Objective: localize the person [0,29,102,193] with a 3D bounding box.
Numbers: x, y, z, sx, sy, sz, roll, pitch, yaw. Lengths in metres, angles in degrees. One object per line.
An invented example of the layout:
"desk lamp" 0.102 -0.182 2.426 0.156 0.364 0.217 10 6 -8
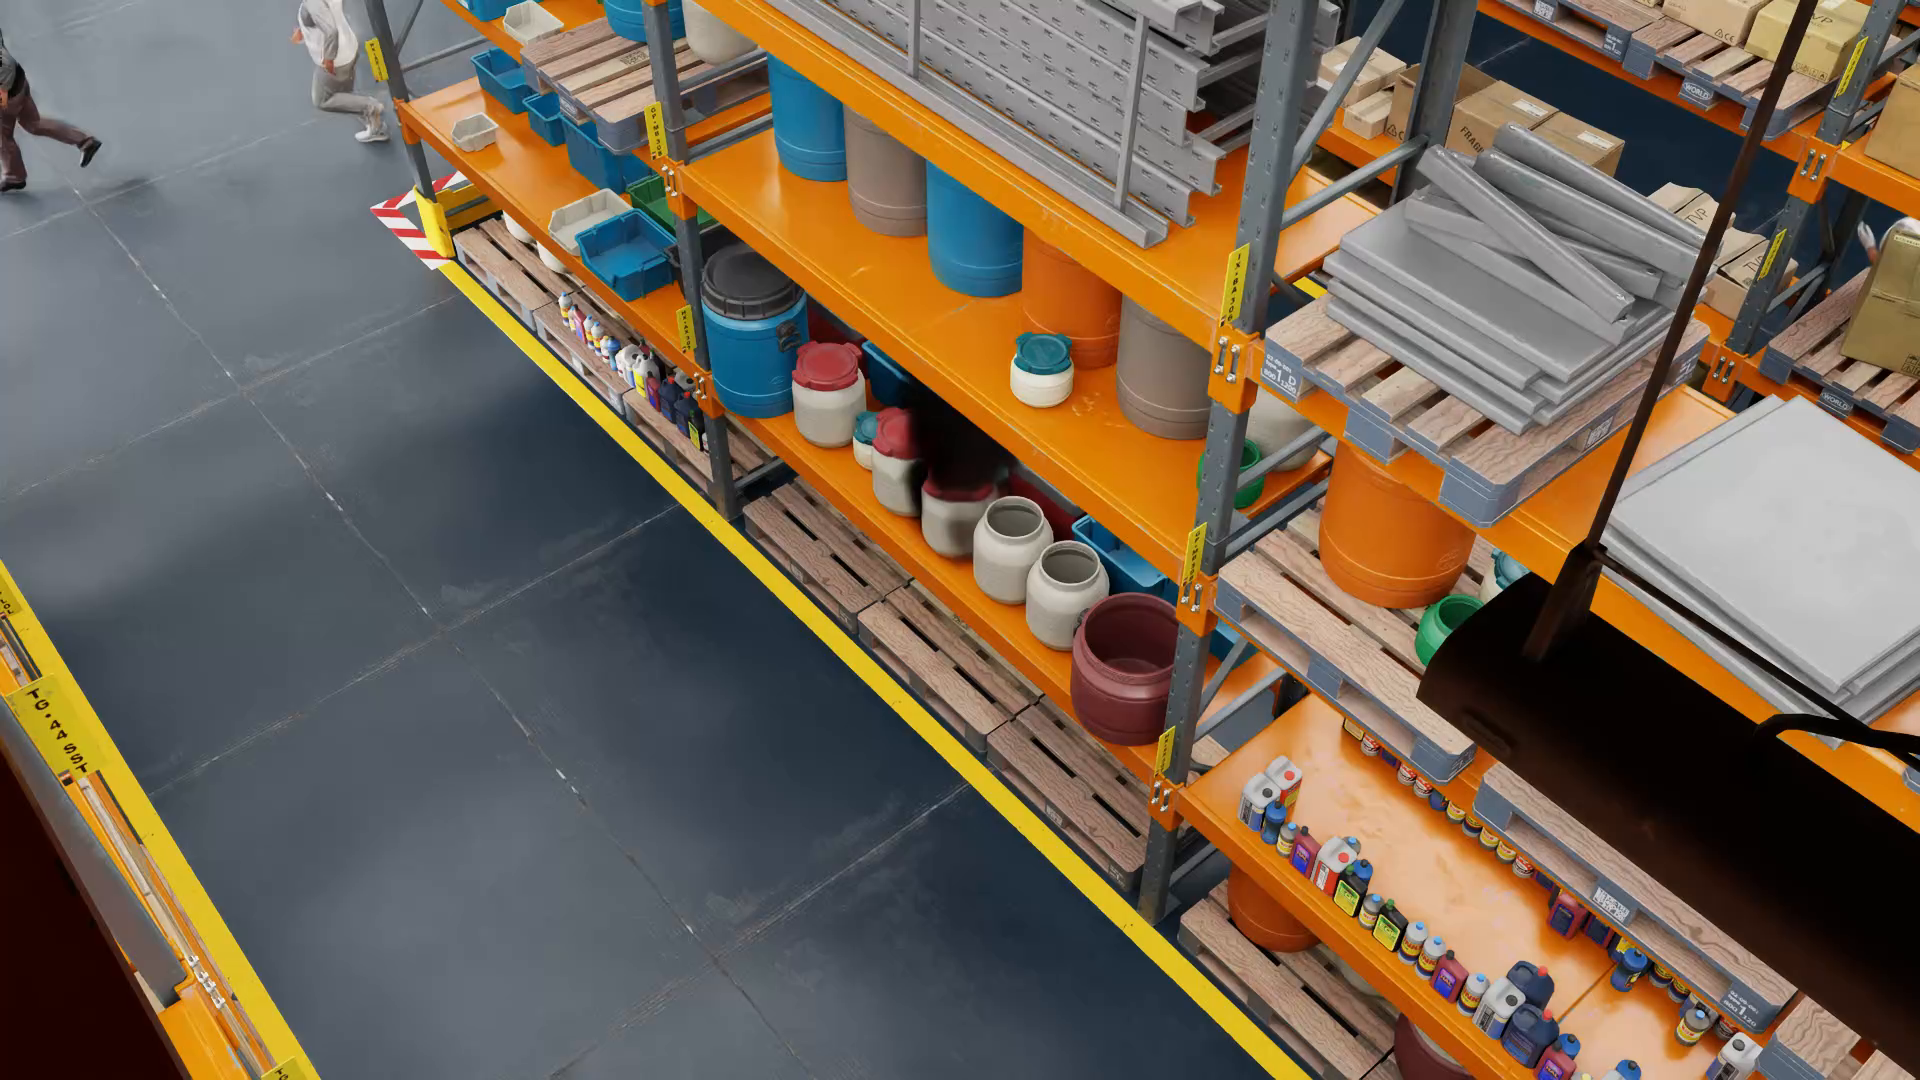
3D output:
"person" -7.519 -3.555 13.138 0.957 1.708 0.657 -10 47 -9

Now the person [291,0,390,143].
"person" -5.137 -3.965 13.566 0.638 1.734 0.691 -2 47 -2

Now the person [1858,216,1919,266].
"person" 6.436 -1.759 11.432 0.662 1.744 0.758 -31 54 -26
